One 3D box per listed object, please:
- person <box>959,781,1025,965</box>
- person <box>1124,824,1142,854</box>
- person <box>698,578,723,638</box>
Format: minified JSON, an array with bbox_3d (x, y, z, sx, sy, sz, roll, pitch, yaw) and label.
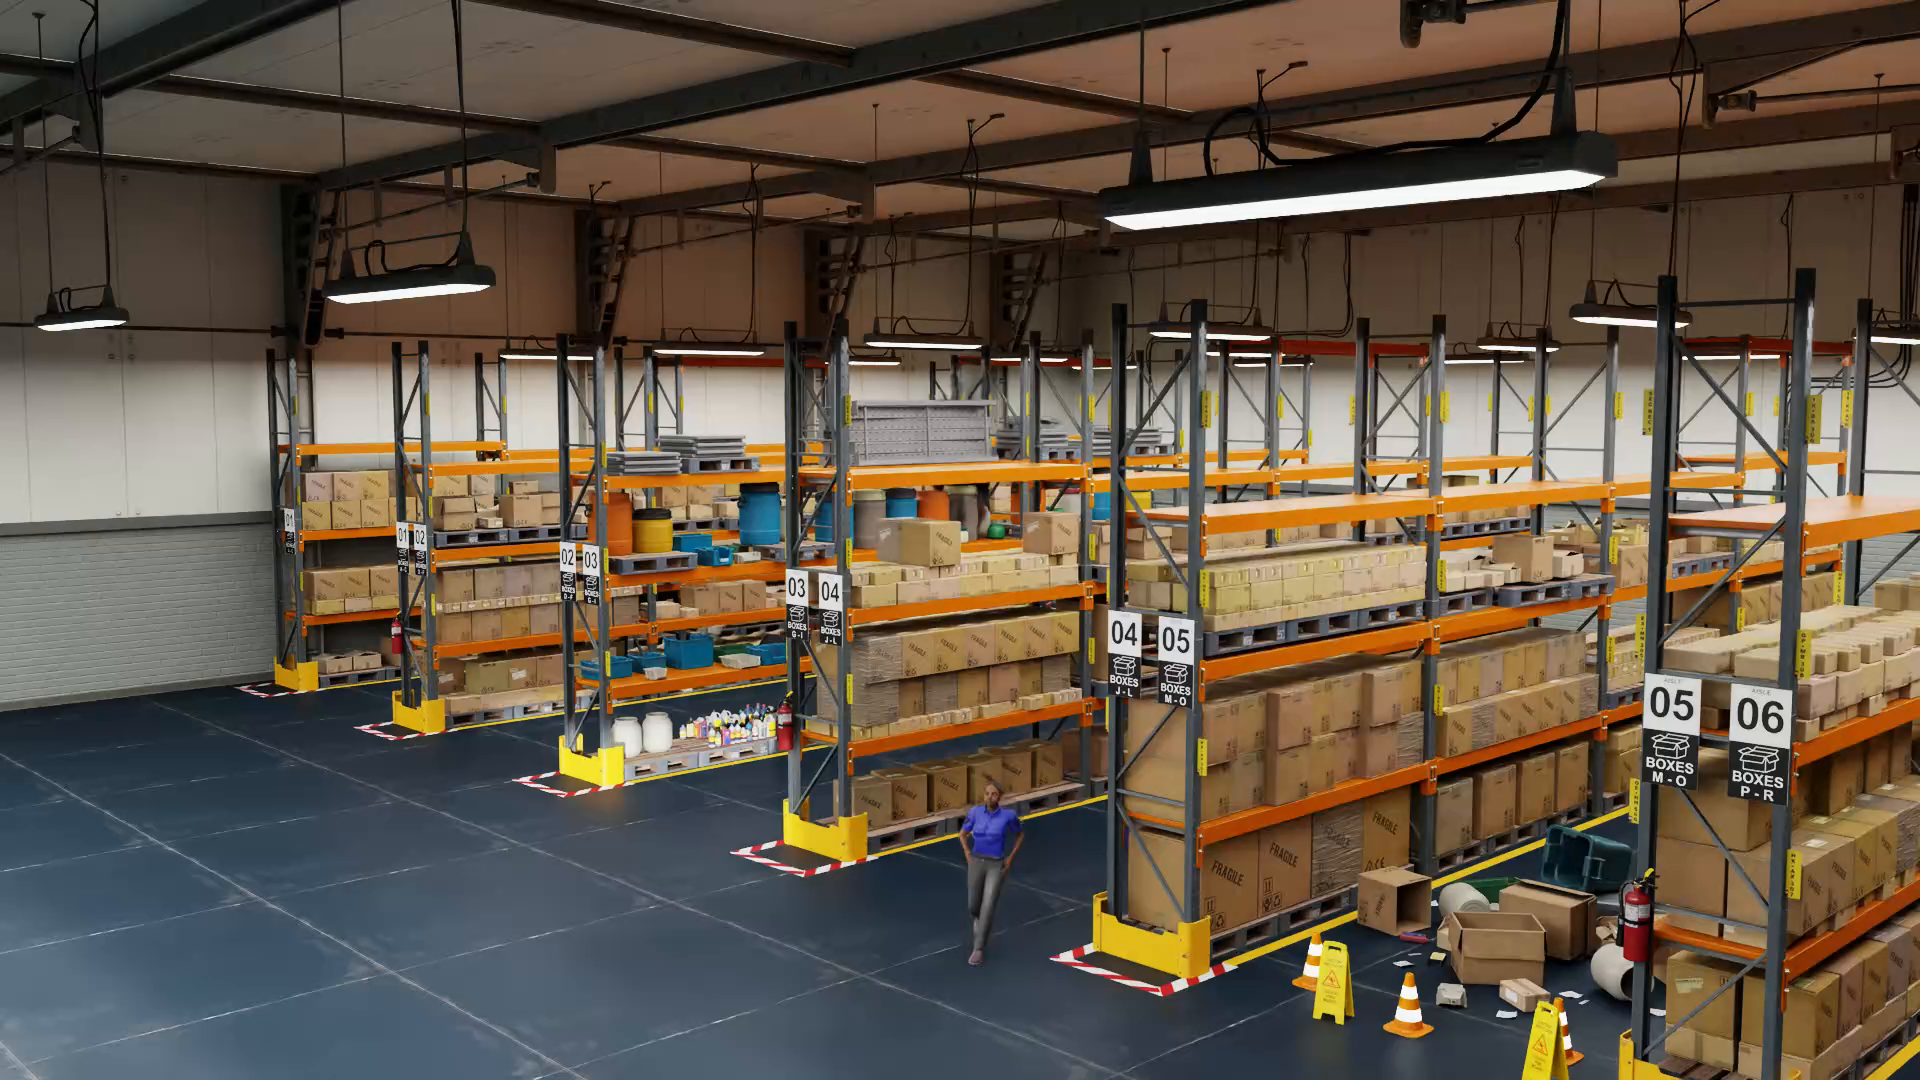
[{"bbox_3d":[0.294,3.033,15.422,0.605,1.650,0.774,1,5,13],"label":"person"},{"bbox_3d":[1.850,2.847,17.454,0.591,1.618,0.576,4,7,41],"label":"person"},{"bbox_3d":[-4.745,1.550,31.871,0.699,1.726,0.669,4,6,40],"label":"person"}]
